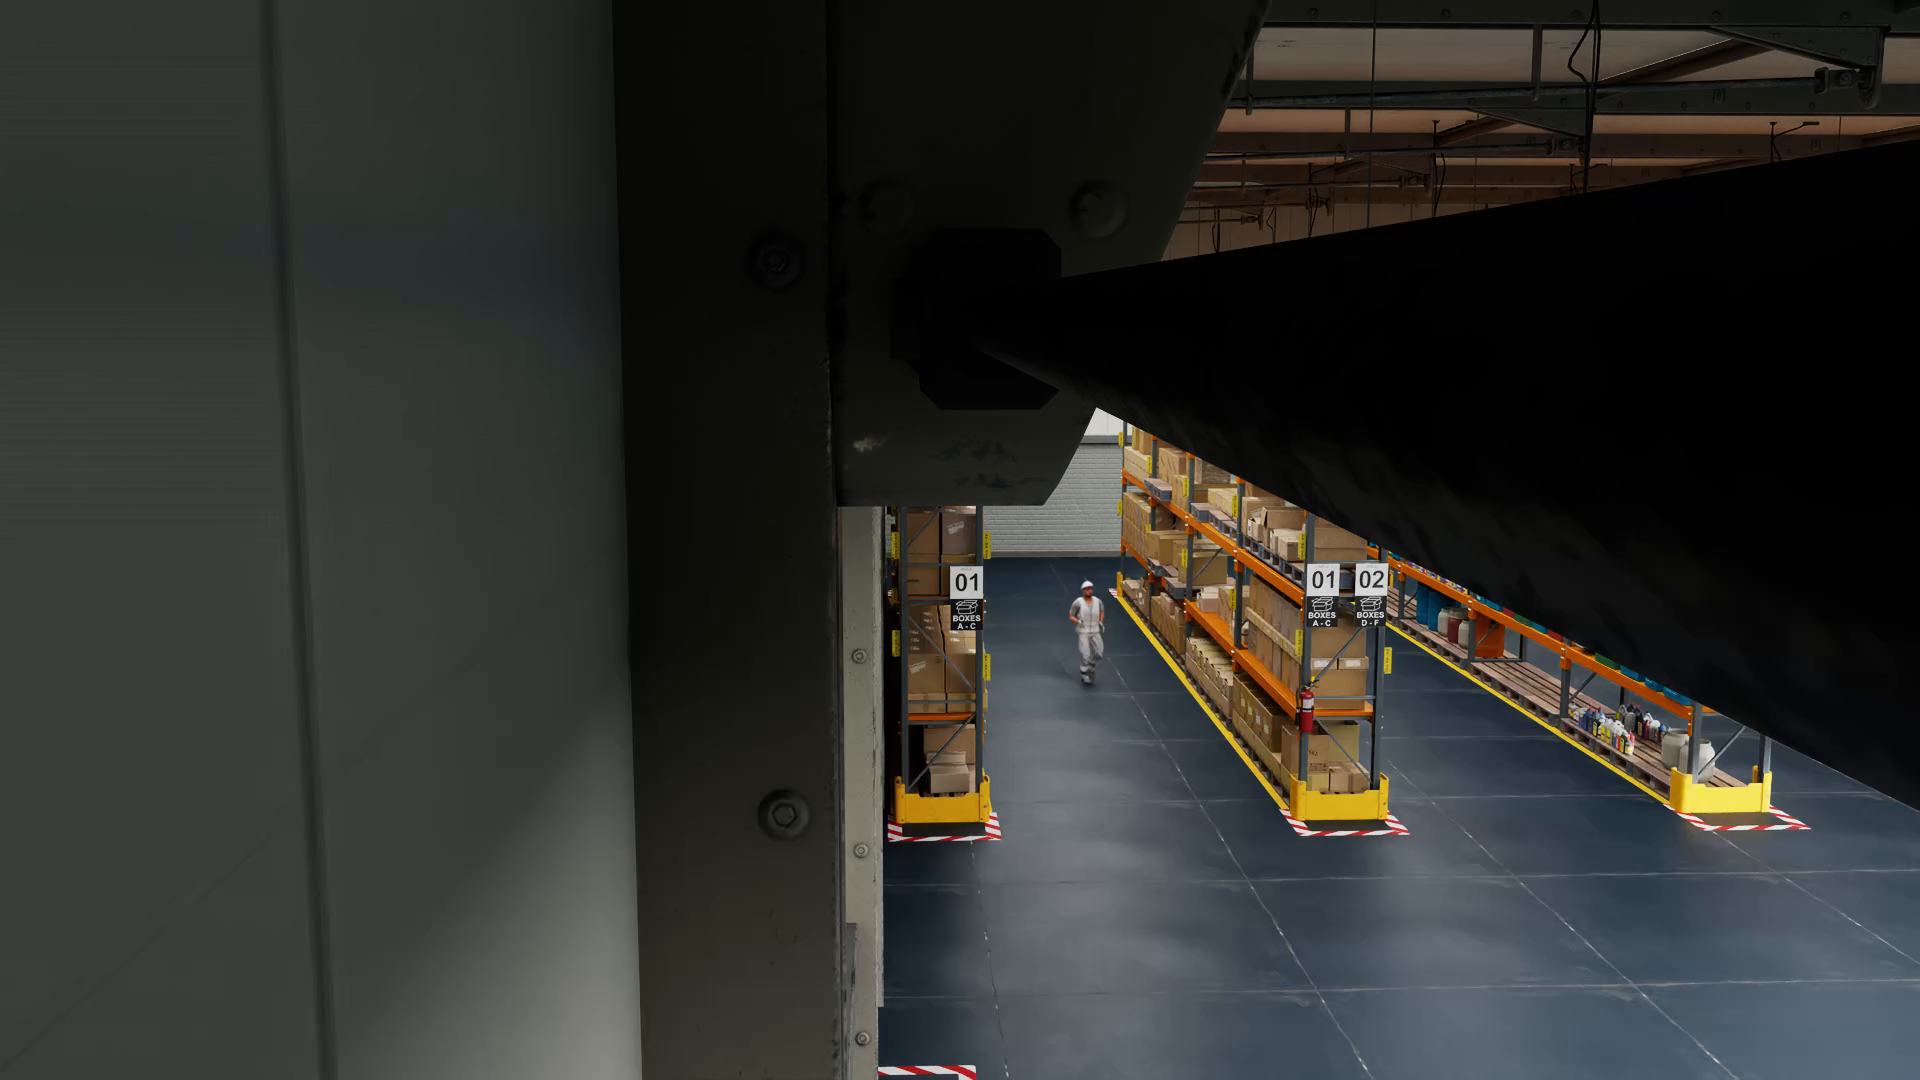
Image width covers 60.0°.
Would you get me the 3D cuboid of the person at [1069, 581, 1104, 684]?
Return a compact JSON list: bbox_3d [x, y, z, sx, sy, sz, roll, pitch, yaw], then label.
[{"bbox_3d":[2.171,1.562,27.789,0.643,1.740,0.575,-2,8,-13],"label":"person"}]
